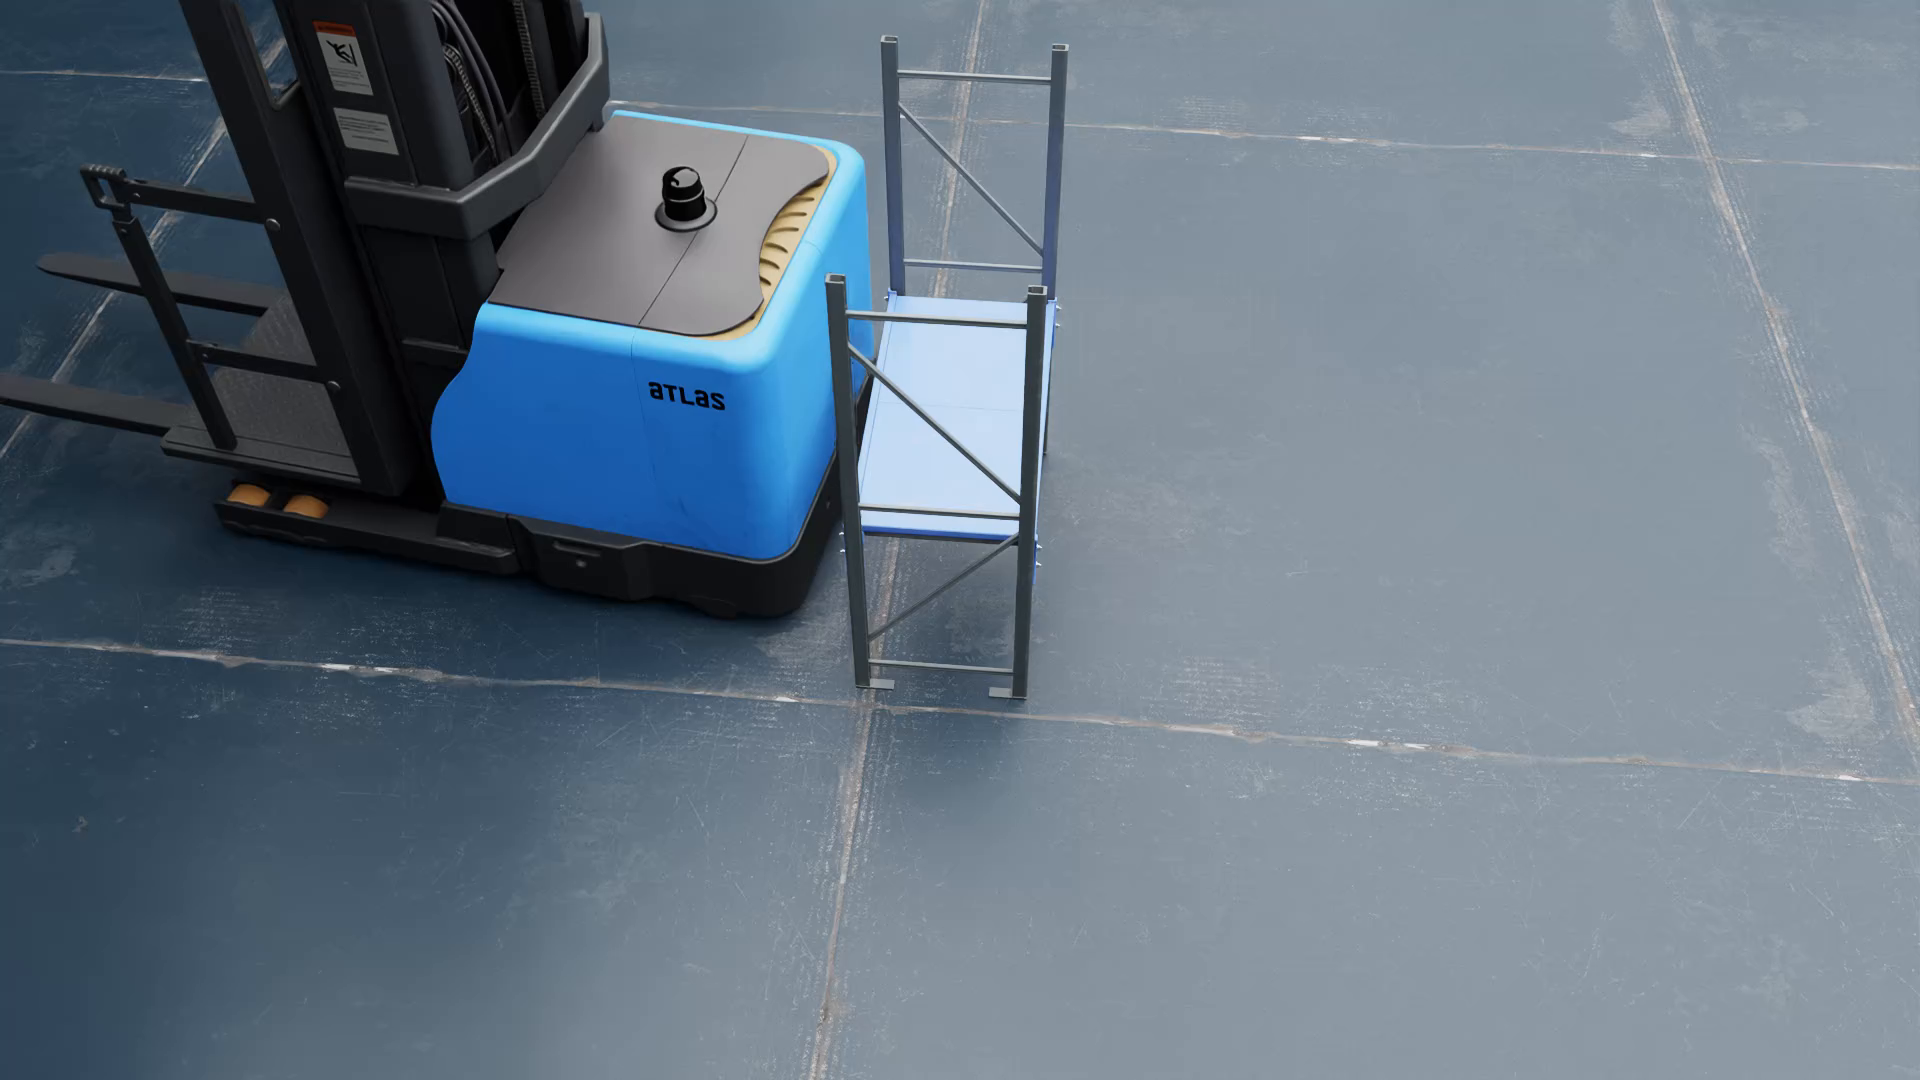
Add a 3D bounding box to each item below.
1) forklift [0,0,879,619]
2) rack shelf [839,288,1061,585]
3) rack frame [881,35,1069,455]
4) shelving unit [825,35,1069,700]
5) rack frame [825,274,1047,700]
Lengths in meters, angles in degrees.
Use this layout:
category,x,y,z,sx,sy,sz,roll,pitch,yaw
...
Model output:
category,x,y,z,sx,sy,sz,roll,pitch,yaw
forklift,-1.837,-1.338,4.487,3.031,2.935,1.130,10,48,9
rack shelf,-0.008,-0.322,4.772,0.538,0.185,1.000,4,48,4
rack frame,0.039,-0.817,4.981,0.500,1.500,0.032,4,48,4
shelving unit,-0.008,-0.443,4.639,0.538,1.500,1.048,4,48,4
rack frame,-0.054,-0.070,4.298,0.500,1.500,0.032,4,48,4
